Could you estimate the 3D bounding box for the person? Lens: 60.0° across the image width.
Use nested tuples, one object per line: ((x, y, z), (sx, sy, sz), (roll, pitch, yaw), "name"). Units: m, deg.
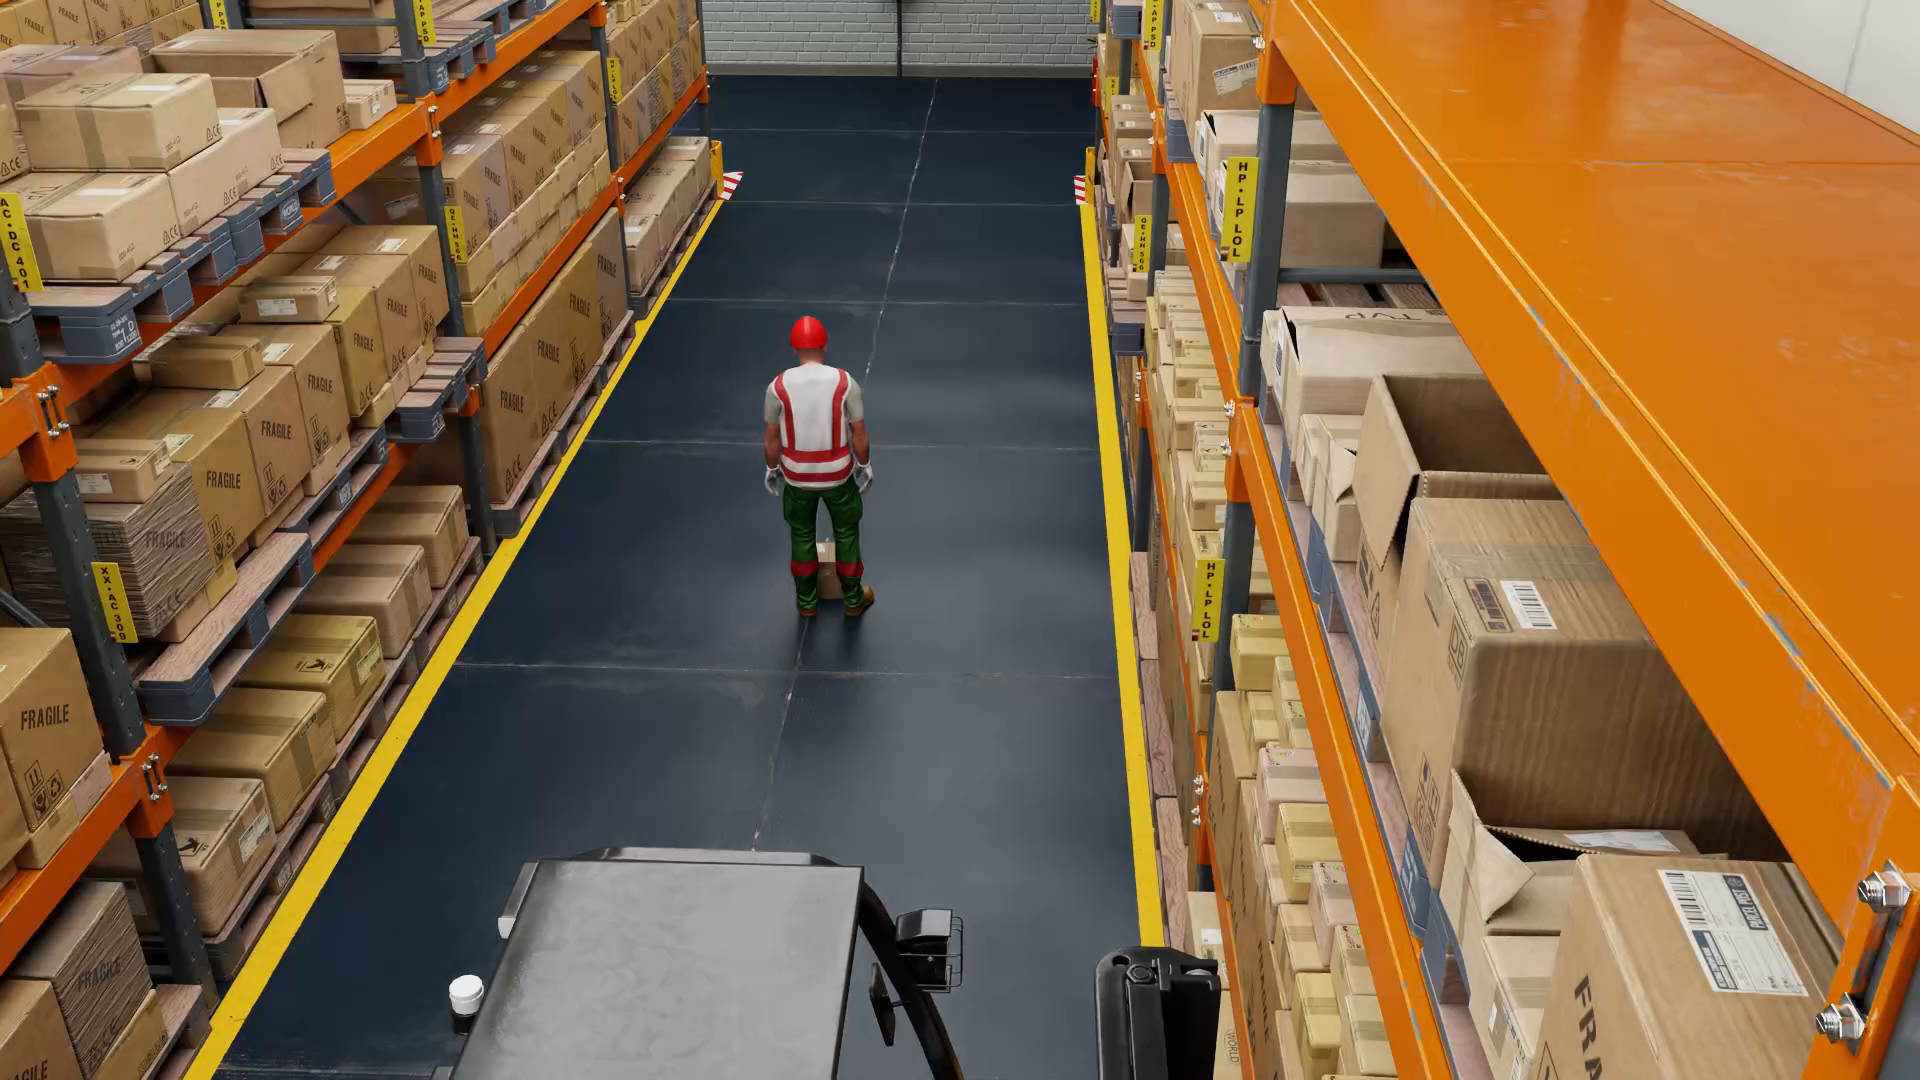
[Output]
((-0.794, -0.388, 9.344), (0.613, 1.778, 0.452), (-1, 28, -1), "person")
